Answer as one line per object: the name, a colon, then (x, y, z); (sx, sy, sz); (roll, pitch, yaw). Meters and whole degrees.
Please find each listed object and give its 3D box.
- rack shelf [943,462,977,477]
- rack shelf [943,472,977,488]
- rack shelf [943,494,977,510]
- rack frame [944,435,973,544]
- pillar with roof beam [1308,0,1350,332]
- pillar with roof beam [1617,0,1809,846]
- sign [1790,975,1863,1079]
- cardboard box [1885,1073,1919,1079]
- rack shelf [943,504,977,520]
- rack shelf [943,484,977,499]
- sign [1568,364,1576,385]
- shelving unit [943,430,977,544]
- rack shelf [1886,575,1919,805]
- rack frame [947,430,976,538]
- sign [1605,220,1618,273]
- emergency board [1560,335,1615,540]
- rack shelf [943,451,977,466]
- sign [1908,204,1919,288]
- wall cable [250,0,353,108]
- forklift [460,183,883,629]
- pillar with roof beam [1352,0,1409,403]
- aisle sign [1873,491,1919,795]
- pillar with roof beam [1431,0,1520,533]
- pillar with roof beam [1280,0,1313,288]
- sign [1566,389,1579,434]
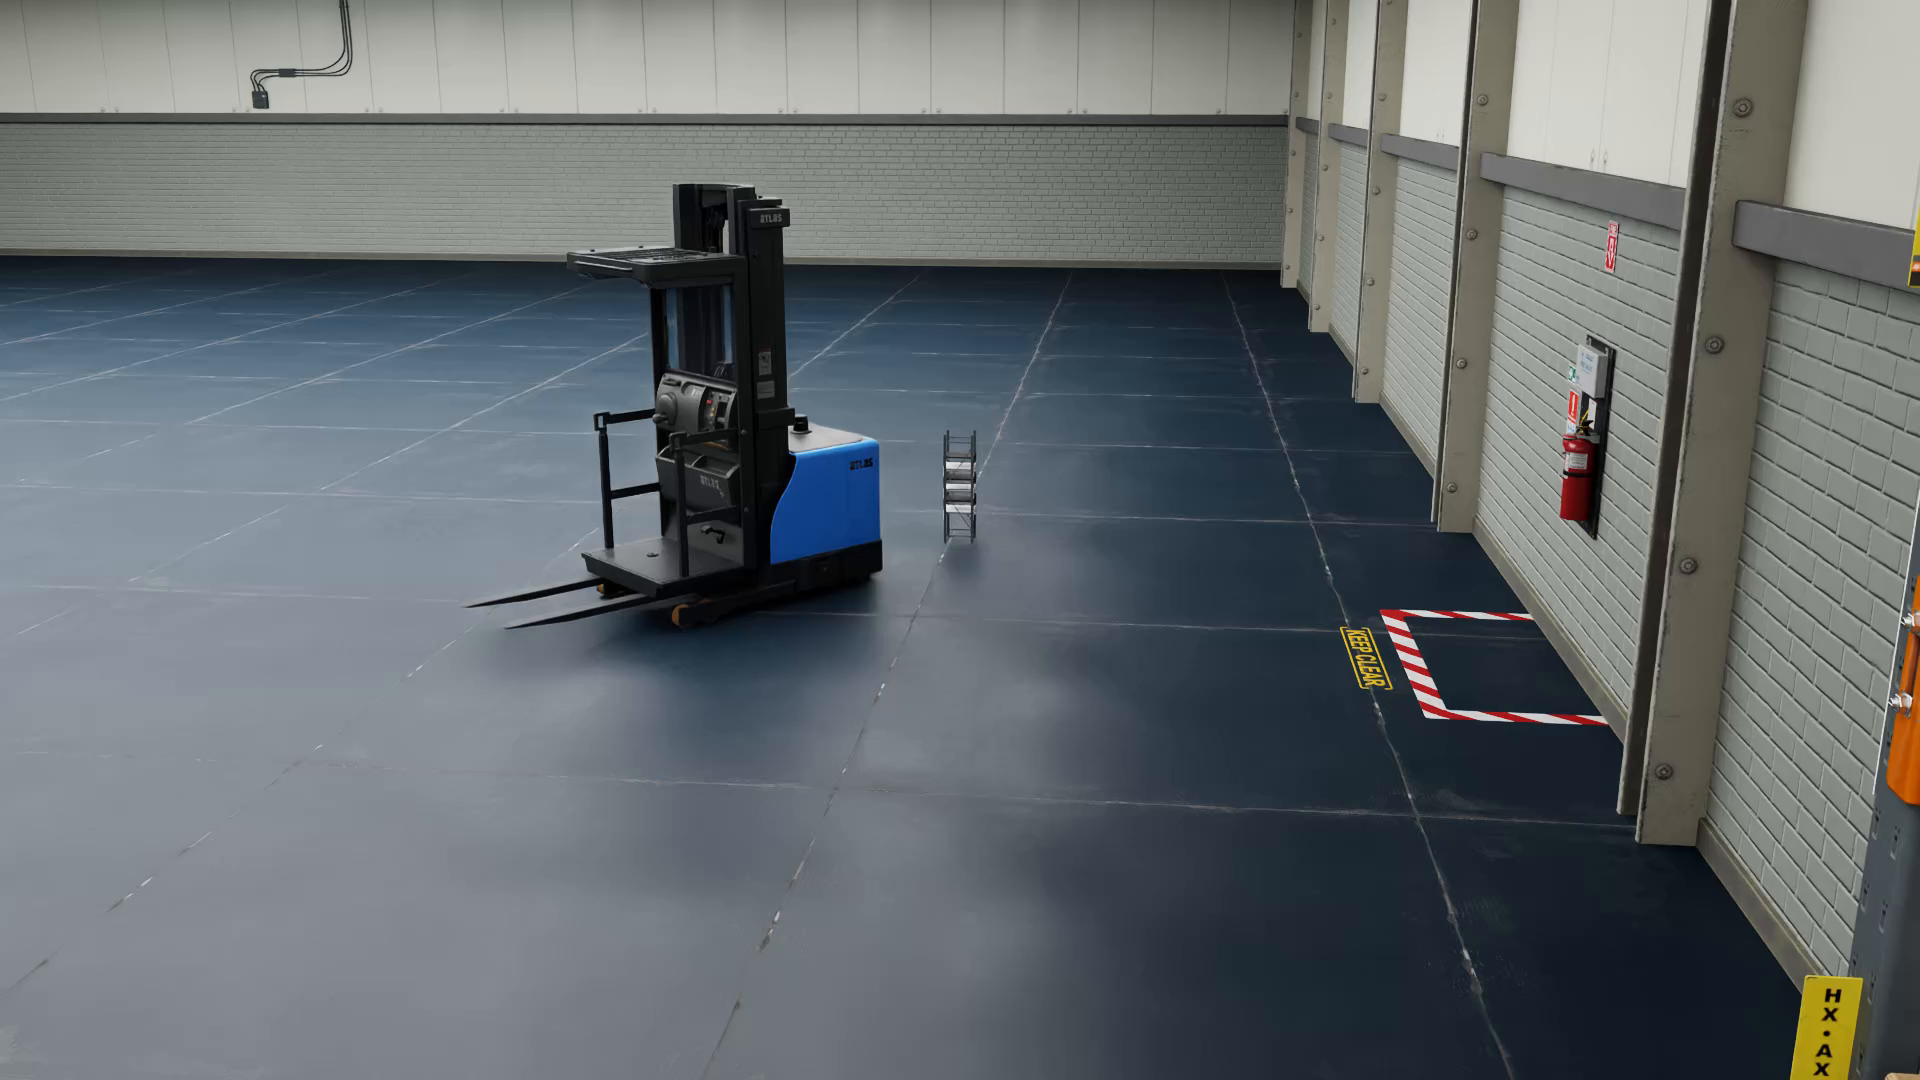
rack shelf: (-0.001, -0.574, 13.499); (0.258, 0.077, 0.200); (2, 15, 6)
rack shelf: (-0.001, -0.487, 13.522); (0.258, 0.077, 0.200); (2, 15, 6)
rack shelf: (-0.001, -0.313, 13.569); (0.258, 0.077, 0.200); (2, 15, 6)
rack frame: (-0.012, -0.406, 13.439); (0.240, 0.900, 0.006); (2, 15, 6)
pillar with roof beam: (1.256, -7.698, 24.892); (9.100, 9.000, 0.400); (2, 15, 6)
pillar with roof beam: (-0.775, -3.030, 7.627); (9.100, 9.000, 0.400); (2, 15, 6)
sign: (1.505, 0.908, 2.898); (0.100, 0.325, 0.005); (2, 15, 6)
cardboard box: (1.692, 1.158, 2.446); (0.500, 0.500, 0.500); (2, 15, 6)
rack shelf: (-0.001, -0.226, 13.592); (0.258, 0.077, 0.200); (2, 15, 6)
rack shelf: (-0.001, -0.400, 13.546); (0.258, 0.077, 0.200); (2, 15, 6)
sign: (3.974, -1.059, 10.750); (0.001, 0.109, 0.331); (2, 15, 6)
shelving unit: (-0.001, -0.432, 13.537); (0.258, 0.900, 0.210); (2, 15, 6)
rack shelf: (1.819, 0.760, 0.736); (1.077, 0.370, 4.000); (2, 15, 6)
rack frame: (0.011, -0.459, 13.634); (0.240, 0.900, 0.006); (2, 15, 6)
sign: (3.919, -1.765, 10.002); (0.001, 0.298, 0.199); (2, 15, 6)
emergency board: (3.819, -0.647, 10.308); (0.194, 1.169, 0.643); (2, 15, 6)
rack shelf: (-0.001, -0.661, 13.475); (0.258, 0.077, 0.200); (2, 15, 6)
sign: (1.505, -0.544, 2.506); (0.100, 0.325, 0.005); (2, 15, 6)
wall cable: (-14.011, -12.139, 34.798); (2.305, 6.003, 0.169); (2, 15, 6)
forklift: (-2.018, -0.961, 11.601); (3.031, 2.935, 1.130); (-13, 20, -40)
pillar with roof beam: (0.579, -6.142, 19.137); (9.100, 9.000, 0.400); (2, 15, 6)
aisle sign: (1.755, 0.060, 2.715); (0.394, 0.787, 0.004); (2, 15, 6)
pillar with roof beam: (-0.098, -4.586, 13.382); (9.100, 9.000, 0.400); (2, 15, 6)
pillar with roof beam: (1.933, -9.254, 30.647); (9.100, 9.000, 0.400); (2, 15, 6)
sign: (3.984, -0.804, 10.822); (0.001, 0.329, 0.234); (2, 15, 6)
